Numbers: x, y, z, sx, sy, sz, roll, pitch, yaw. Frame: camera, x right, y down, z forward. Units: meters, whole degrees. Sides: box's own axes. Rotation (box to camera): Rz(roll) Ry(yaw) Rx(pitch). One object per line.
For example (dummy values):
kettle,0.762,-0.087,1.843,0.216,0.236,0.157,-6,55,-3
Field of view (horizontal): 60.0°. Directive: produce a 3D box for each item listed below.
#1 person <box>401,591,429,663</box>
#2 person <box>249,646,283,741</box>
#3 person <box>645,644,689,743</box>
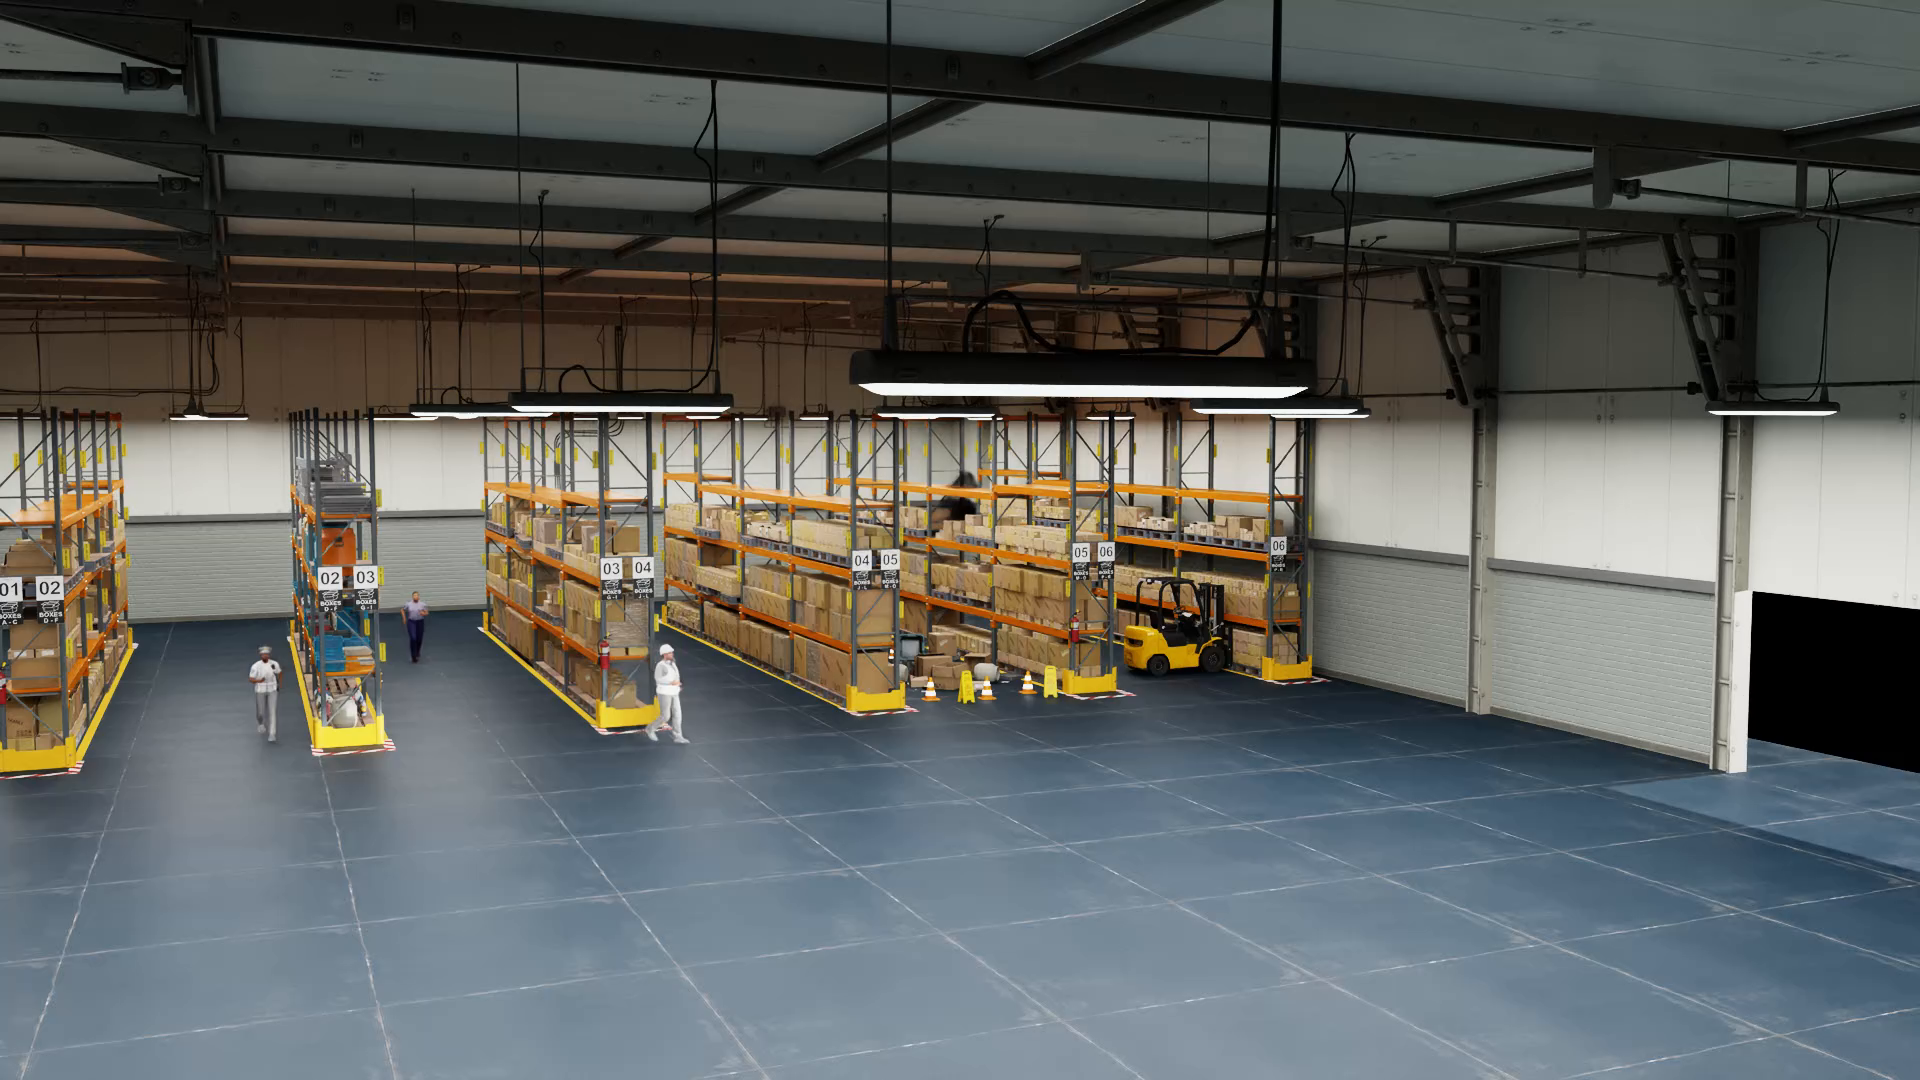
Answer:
person,-13.140,2.089,40.170,0.569,1.708,0.758,-3,5,-32
person,-12.567,2.751,30.142,0.581,1.676,0.929,-2,4,-26
person,-5.235,2.745,29.741,0.835,1.763,0.676,2,4,21
